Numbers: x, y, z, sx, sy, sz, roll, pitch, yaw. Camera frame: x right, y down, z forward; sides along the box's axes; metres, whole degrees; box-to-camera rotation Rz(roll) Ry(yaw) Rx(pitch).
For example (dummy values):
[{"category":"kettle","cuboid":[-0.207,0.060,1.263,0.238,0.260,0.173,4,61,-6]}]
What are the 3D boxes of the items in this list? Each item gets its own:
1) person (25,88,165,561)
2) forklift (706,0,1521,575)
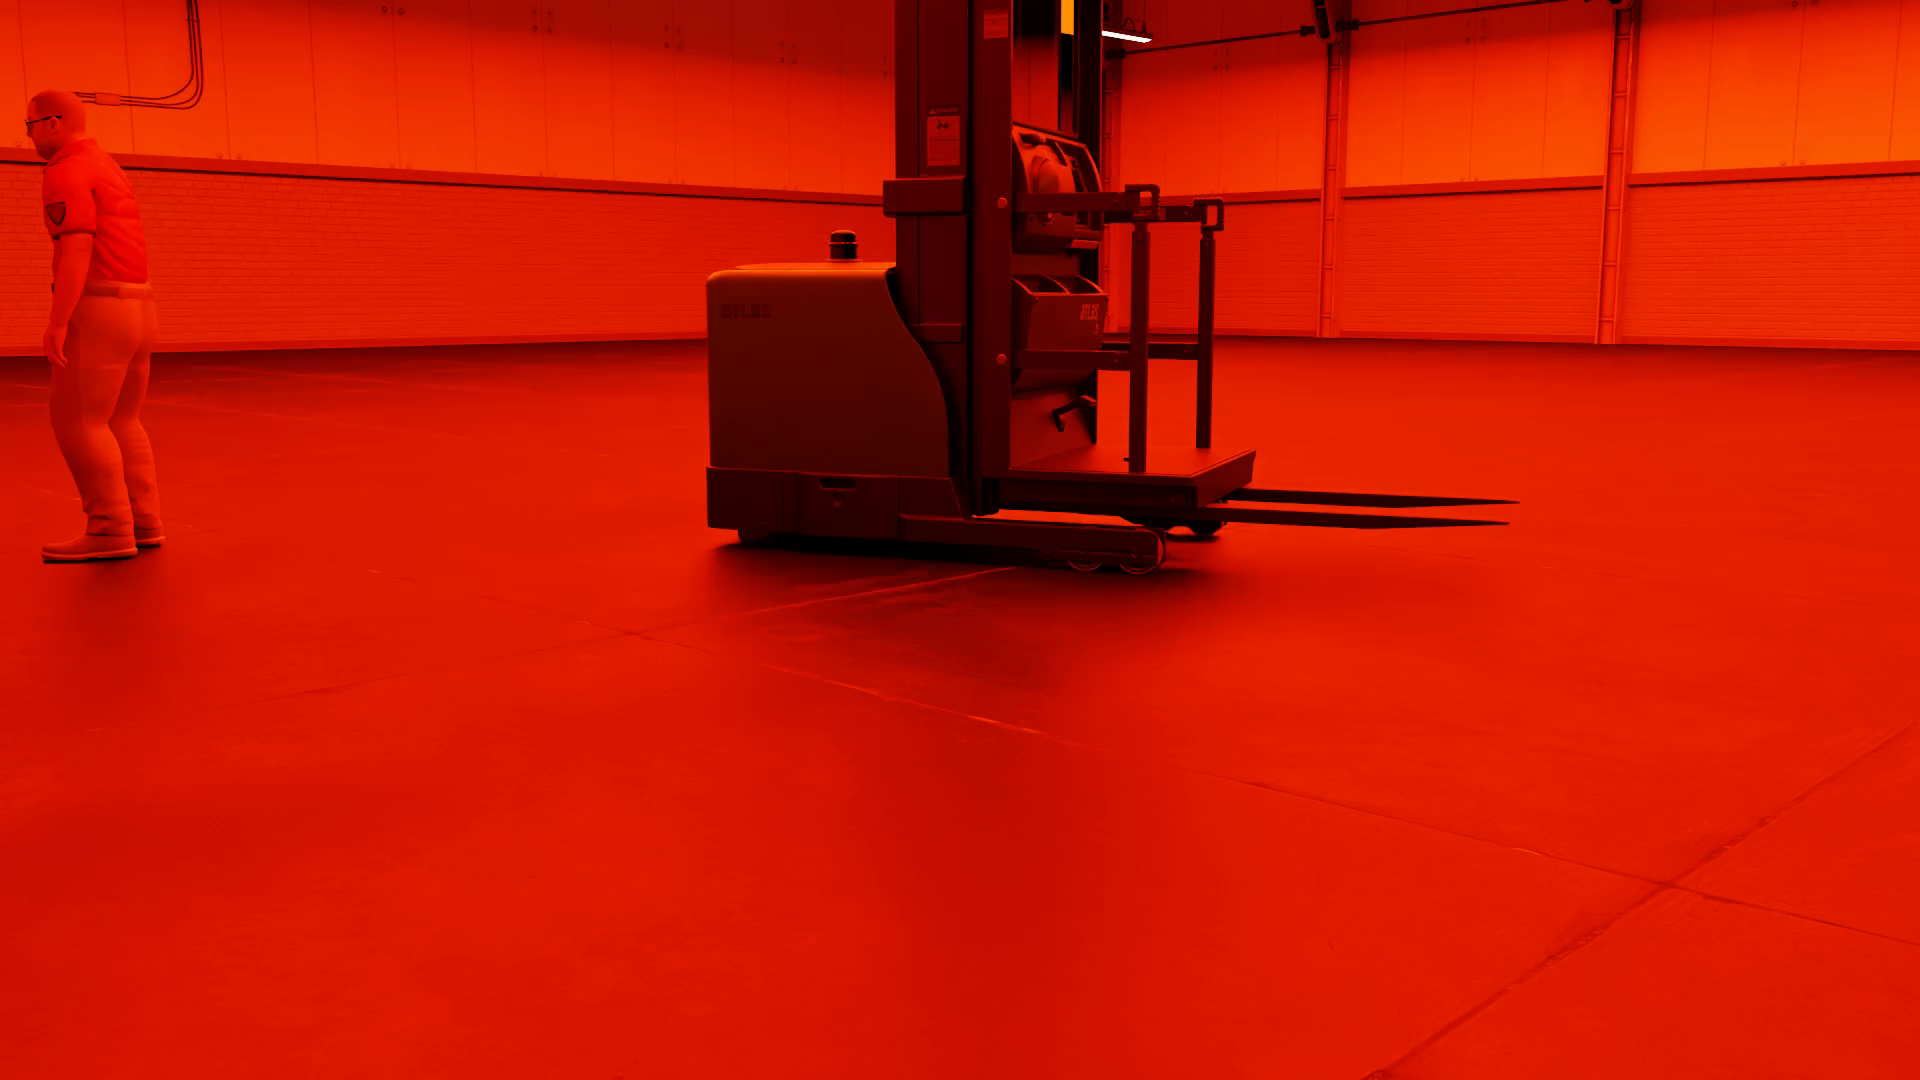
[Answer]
[{"category":"person","cuboid":[-3.252,-0.803,6.244,0.388,1.727,0.599,-1,9,-6]},{"category":"forklift","cuboid":[0.565,-1.416,6.275,3.031,2.935,1.130,3,9,22]}]
